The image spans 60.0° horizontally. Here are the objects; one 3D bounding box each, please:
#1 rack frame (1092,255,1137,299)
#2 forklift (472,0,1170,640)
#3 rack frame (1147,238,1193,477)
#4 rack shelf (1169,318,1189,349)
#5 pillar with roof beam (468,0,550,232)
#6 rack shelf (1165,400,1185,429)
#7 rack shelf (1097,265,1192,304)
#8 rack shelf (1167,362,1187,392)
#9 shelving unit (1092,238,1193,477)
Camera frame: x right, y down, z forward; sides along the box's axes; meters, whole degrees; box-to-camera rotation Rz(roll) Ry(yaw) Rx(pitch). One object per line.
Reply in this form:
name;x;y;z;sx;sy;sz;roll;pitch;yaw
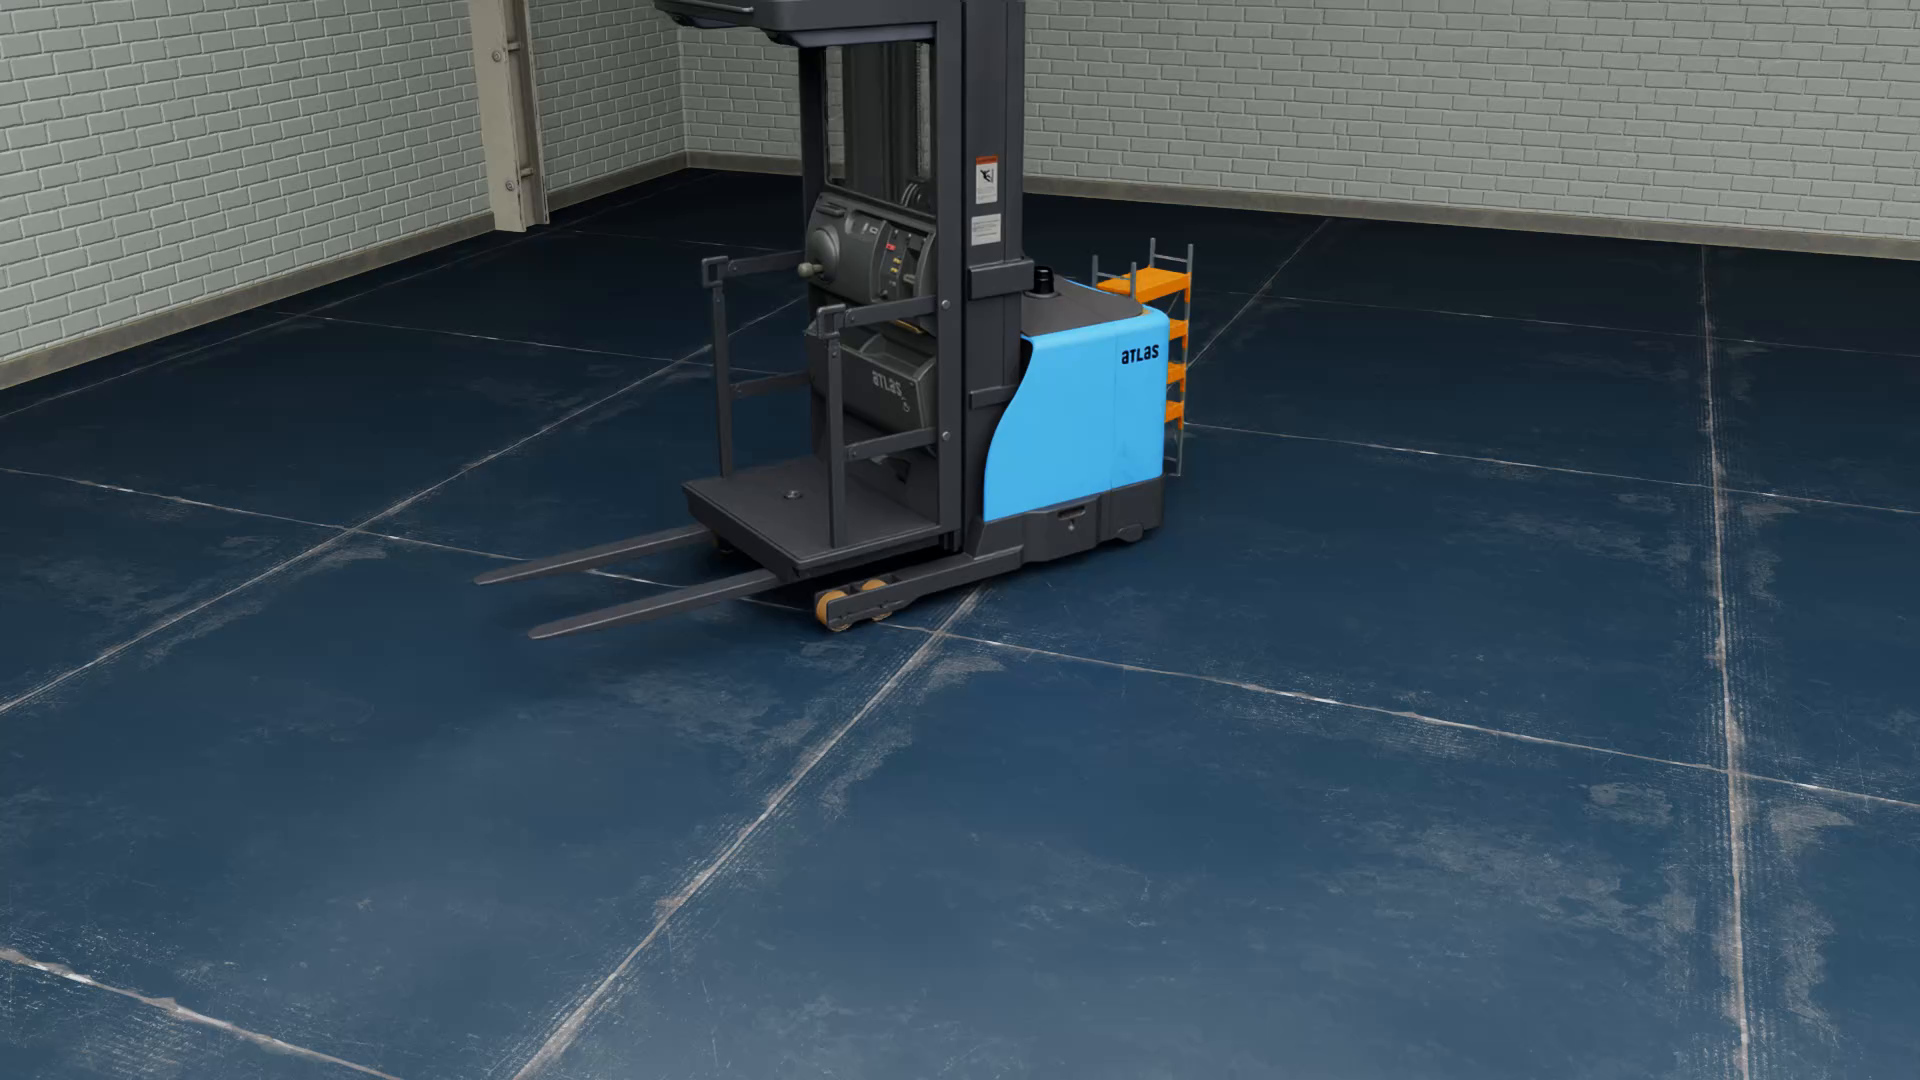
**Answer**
rack frame;0.724;-0.763;8.019;0.240;1.200;0.015;18;28;36
forklift;-0.554;-1.207;6.838;3.031;2.935;1.130;-15;27;-31
rack frame;1.035;-0.907;8.365;0.240;1.200;0.015;18;28;36
rack shelf;0.880;-0.979;8.132;0.258;0.148;0.480;18;28;36
pillar with roof beam;0.267;-6.205;10.931;9.100;9.000;0.400;9;24;20
rack shelf;0.880;-0.590;8.295;0.258;0.148;0.480;18;28;36
rack shelf;0.880;-1.198;8.041;0.258;0.148;0.480;18;28;36
rack shelf;0.880;-0.773;8.218;0.258;0.148;0.480;18;28;36
shelving unit;0.880;-0.835;8.192;0.258;1.200;0.503;18;28;36
